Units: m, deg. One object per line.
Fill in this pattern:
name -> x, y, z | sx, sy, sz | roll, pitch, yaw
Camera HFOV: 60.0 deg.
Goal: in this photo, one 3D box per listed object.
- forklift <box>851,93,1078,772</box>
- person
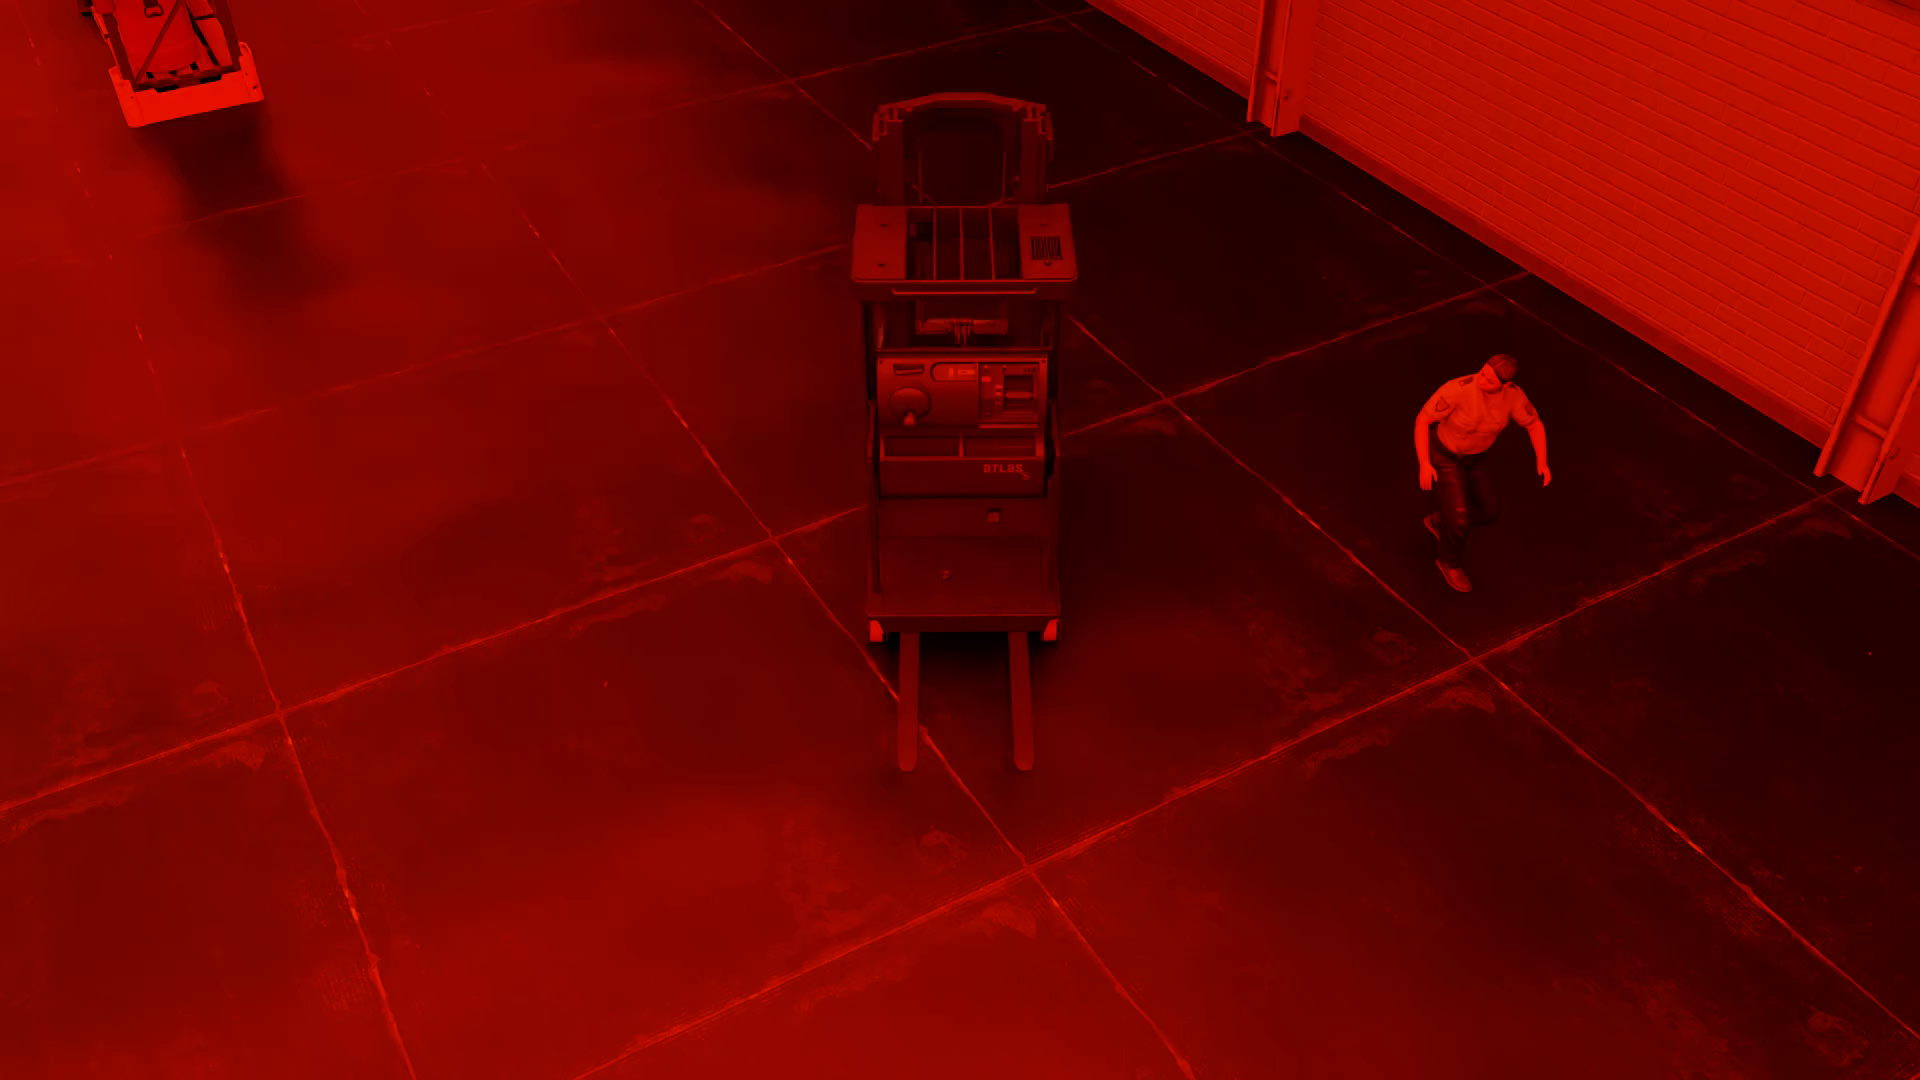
forklift -> 0.017, -0.737, 8.924 | 1.130, 2.935, 3.031 | 0, 40, 0
person -> 2.966, -0.395, 9.603 | 0.779, 1.541, 0.740 | -15, 42, -18
